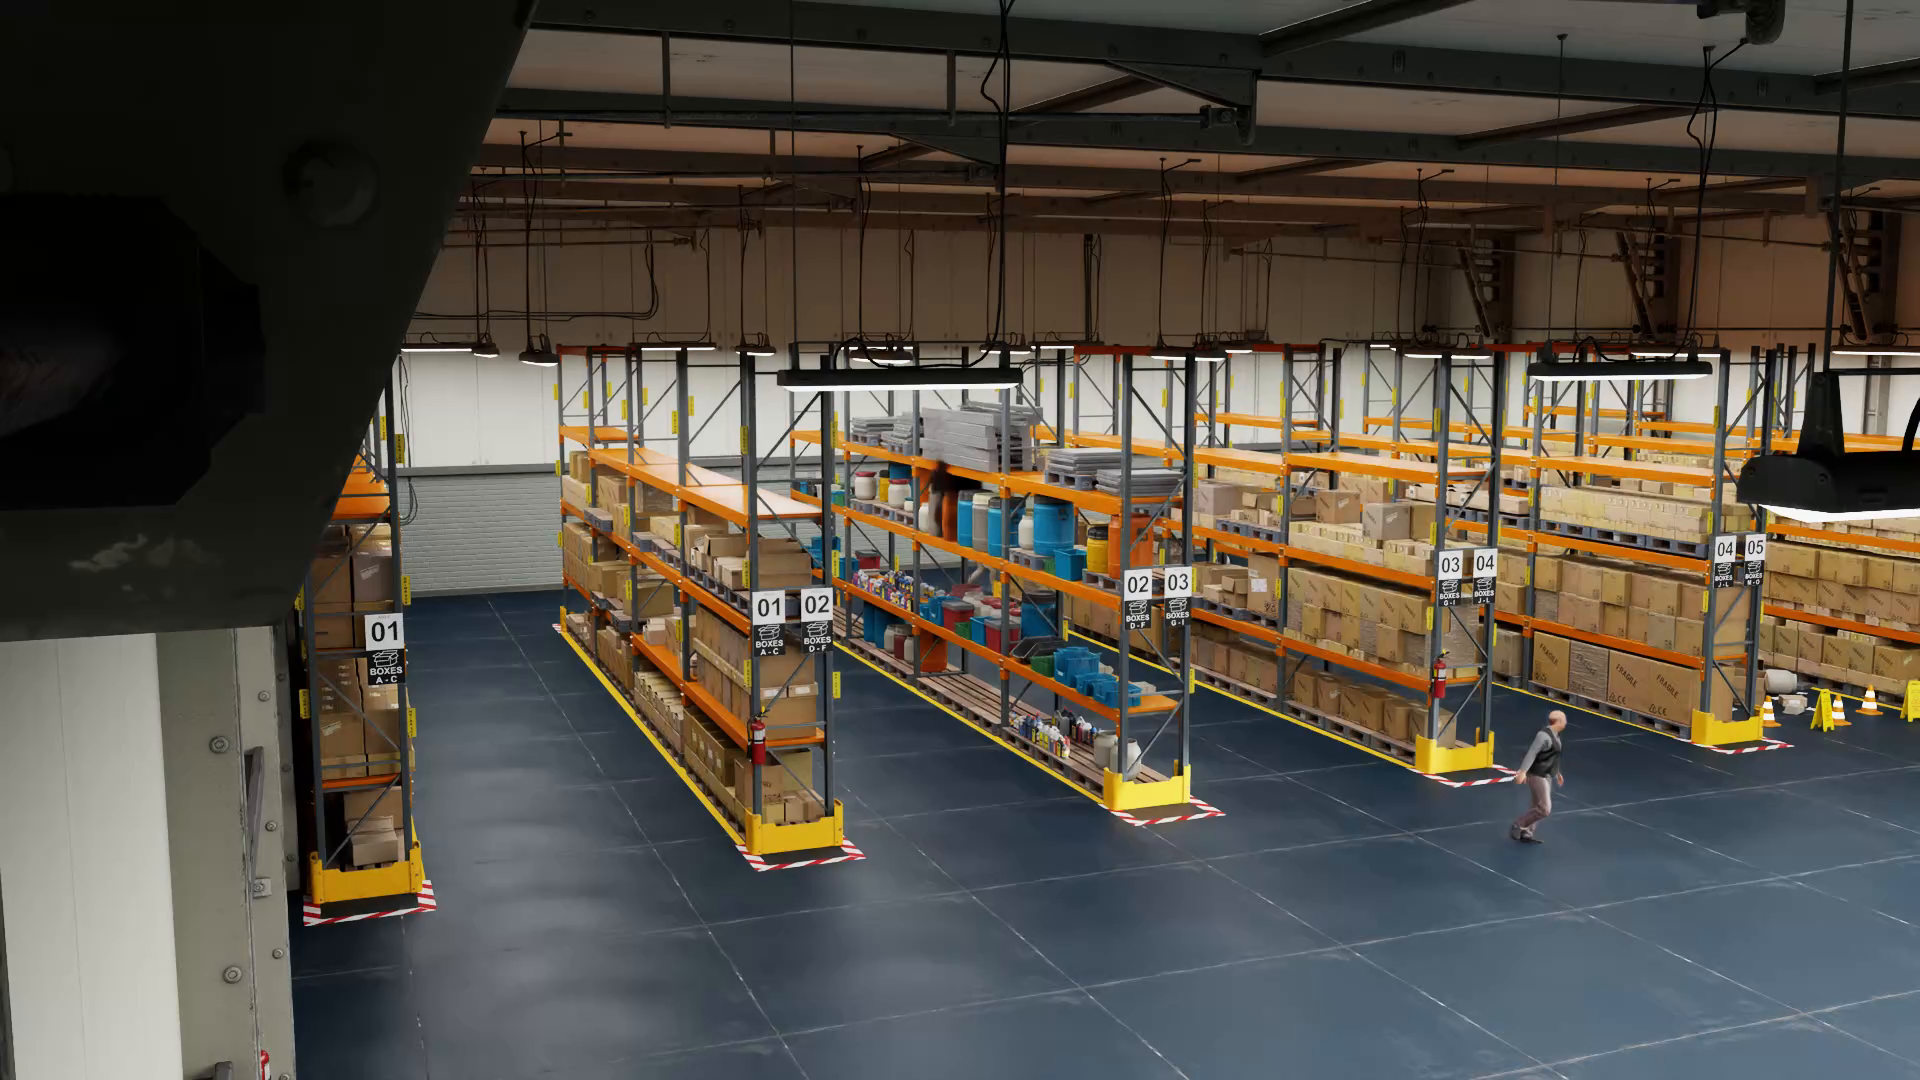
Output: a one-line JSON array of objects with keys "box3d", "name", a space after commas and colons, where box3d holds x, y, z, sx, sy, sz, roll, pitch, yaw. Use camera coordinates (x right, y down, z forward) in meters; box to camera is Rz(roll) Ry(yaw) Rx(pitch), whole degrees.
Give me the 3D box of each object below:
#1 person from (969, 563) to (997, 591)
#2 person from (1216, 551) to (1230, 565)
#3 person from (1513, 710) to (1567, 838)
[{"box3d": [0.600, 0.512, 39.942, 0.986, 1.483, 0.616, 2, 8, 17], "name": "person"}, {"box3d": [6.740, -0.067, 43.064, 0.585, 1.656, 0.721, 7, 10, 44], "name": "person"}, {"box3d": [7.134, 2.884, 20.445, 0.511, 1.618, 0.666, 5, 9, 36], "name": "person"}]
